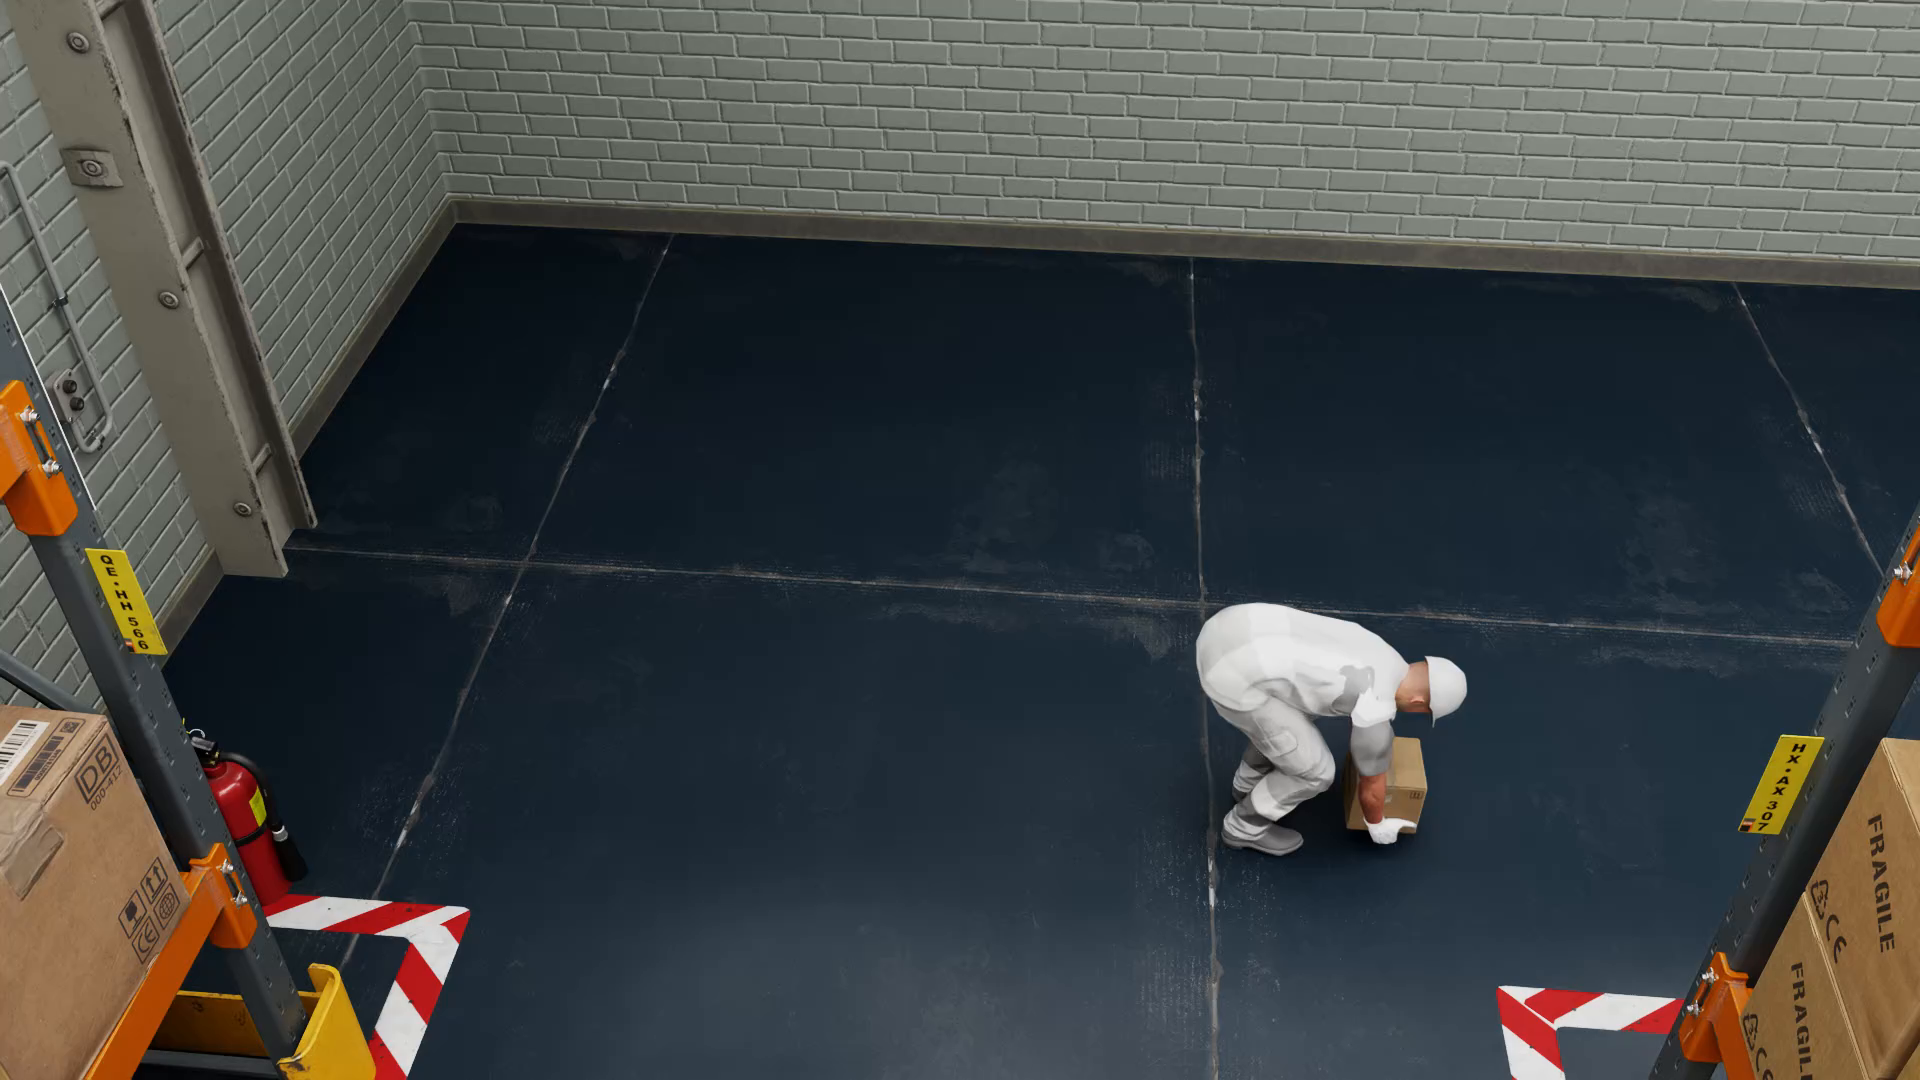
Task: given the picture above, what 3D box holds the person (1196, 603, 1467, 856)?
[{"bbox_3d":[1.295,0.666,5.950,0.950,0.997,0.519,1,40,2],"label":"person"}]
